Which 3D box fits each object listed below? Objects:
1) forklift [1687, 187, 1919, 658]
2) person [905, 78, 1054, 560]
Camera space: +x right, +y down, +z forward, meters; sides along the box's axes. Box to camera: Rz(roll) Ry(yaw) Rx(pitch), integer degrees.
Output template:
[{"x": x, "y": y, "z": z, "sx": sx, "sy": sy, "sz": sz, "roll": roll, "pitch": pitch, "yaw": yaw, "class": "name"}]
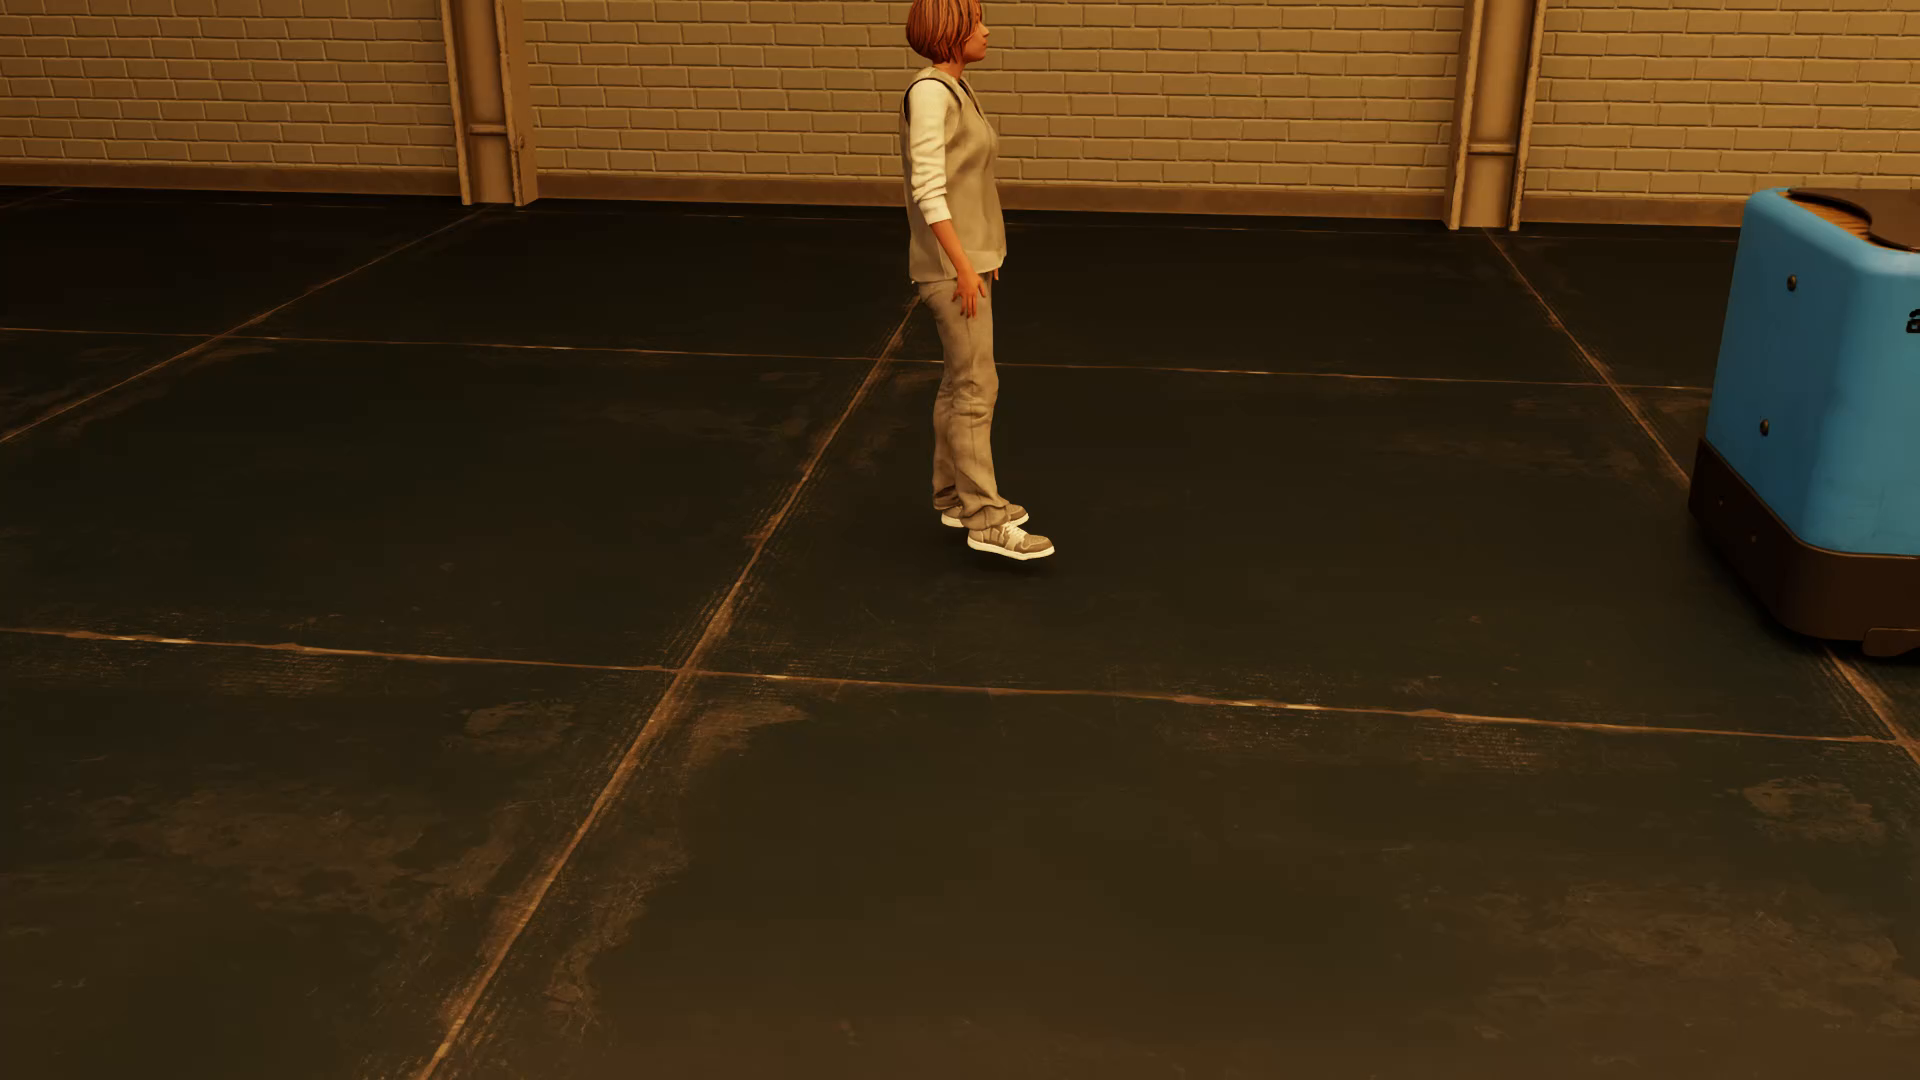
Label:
[{"x": 3.738, "y": -1.162, "z": 4.139, "sx": 3.031, "sy": 2.935, "sz": 1.130, "roll": 3, "pitch": 22, "yaw": 6, "class": "forklift"}, {"x": 0.079, "y": -0.666, "z": 4.883, "sx": 0.459, "sy": 1.362, "sz": 0.520, "roll": 3, "pitch": 22, "yaw": 7, "class": "person"}]
